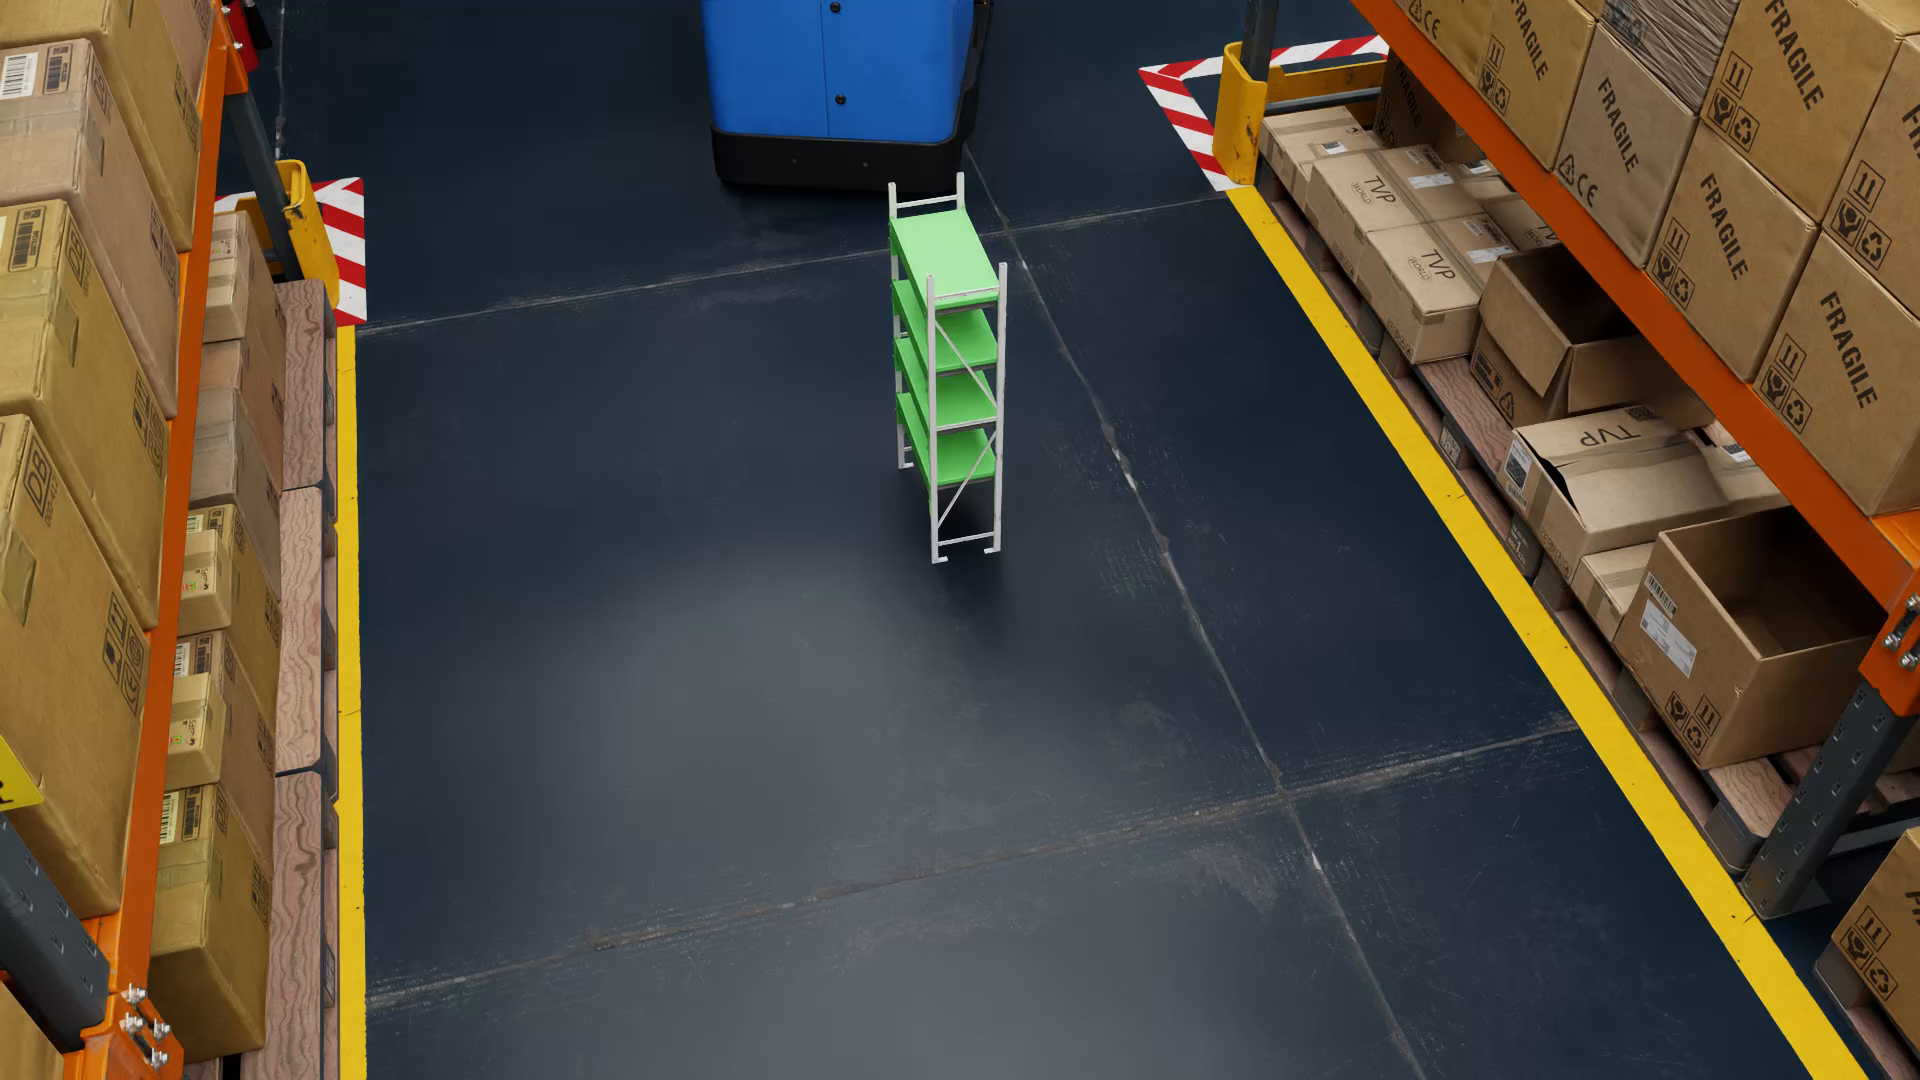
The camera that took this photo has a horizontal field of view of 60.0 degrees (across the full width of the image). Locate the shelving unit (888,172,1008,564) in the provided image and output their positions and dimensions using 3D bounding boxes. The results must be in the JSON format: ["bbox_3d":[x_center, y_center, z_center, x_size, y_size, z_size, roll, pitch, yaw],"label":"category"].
[{"bbox_3d":[-0.042,-0.534,5.433,0.258,1.200,0.503,-11,47,-10],"label":"shelving unit"}]

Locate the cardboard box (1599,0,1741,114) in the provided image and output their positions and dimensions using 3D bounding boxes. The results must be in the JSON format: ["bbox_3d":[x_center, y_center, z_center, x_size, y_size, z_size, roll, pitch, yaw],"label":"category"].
[{"bbox_3d":[2.085,-1.492,4.342,0.500,0.500,0.500,-10,46,-10],"label":"cardboard box"}]

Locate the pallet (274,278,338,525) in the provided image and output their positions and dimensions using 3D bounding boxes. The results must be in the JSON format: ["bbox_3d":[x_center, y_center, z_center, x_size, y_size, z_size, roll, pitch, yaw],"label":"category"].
[{"bbox_3d":[-2.804,-0.444,6.037,1.003,0.211,1.213,-11,47,-10],"label":"pallet"}]

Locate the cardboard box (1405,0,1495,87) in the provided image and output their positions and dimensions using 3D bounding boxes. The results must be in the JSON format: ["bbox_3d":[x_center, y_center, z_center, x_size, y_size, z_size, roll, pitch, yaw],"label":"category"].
[{"bbox_3d":[1.825,-1.844,5.387,0.500,0.500,0.500,-11,47,-10],"label":"cardboard box"}]

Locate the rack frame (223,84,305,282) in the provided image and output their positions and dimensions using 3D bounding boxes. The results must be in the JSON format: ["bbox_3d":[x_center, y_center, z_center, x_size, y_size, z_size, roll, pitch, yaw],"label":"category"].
[{"bbox_3d":[-3.084,-1.958,5.568,1.000,3.000,0.127,-11,47,-10],"label":"rack frame"}]

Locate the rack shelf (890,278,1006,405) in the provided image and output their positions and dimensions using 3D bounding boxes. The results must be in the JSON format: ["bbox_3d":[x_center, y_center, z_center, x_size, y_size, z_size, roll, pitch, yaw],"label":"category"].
[{"bbox_3d":[-0.042,-0.657,5.308,0.258,0.148,0.480,-11,47,-10],"label":"rack shelf"}]

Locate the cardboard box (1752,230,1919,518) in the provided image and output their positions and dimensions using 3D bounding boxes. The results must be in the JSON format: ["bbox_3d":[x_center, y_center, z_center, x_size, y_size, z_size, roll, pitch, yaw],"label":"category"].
[{"bbox_3d":[2.352,-0.438,4.009,0.500,0.500,0.500,-10,46,-10],"label":"cardboard box"}]

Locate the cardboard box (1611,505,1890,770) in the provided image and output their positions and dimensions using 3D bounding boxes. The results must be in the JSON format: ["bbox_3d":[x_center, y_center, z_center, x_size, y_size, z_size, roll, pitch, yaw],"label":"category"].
[{"bbox_3d":[2.308,0.275,4.822,0.500,0.500,0.500,-11,47,-10],"label":"cardboard box"}]

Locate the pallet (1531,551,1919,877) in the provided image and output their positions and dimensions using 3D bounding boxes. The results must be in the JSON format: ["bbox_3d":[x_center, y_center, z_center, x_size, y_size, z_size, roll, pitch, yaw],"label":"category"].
[{"bbox_3d":[2.553,0.397,5.213,1.003,0.211,1.213,-11,47,-10],"label":"pallet"}]

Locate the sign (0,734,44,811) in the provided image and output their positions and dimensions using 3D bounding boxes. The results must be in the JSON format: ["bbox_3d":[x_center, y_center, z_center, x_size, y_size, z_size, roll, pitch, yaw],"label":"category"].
[{"bbox_3d":[-1.538,0.320,2.581,0.100,0.325,0.005,-11,47,-10],"label":"sign"}]

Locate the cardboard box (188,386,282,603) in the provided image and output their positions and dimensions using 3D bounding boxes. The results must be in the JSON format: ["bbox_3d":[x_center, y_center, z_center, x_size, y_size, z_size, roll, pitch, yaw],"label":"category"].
[{"bbox_3d":[-2.551,-0.072,5.177,0.700,0.500,0.500,-12,47,-12],"label":"cardboard box"}]

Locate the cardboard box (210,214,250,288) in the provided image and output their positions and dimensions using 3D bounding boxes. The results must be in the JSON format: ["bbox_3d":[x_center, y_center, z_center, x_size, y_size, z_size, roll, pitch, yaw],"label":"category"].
[{"bbox_3d":[-2.599,-0.937,5.570,0.380,0.149,0.250,-11,47,-11],"label":"cardboard box"}]

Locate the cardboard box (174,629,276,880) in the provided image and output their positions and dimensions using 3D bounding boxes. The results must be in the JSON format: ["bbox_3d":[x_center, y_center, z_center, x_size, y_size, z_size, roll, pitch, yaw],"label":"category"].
[{"bbox_3d":[-2.278,0.649,4.470,0.700,0.500,0.500,-11,47,-11],"label":"cardboard box"}]

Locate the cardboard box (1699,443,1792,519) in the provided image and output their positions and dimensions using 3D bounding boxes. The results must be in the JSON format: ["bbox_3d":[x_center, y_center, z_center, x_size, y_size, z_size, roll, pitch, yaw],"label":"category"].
[{"bbox_3d":[2.598,-0.191,5.513,0.380,0.166,0.250,-11,47,-10],"label":"cardboard box"}]

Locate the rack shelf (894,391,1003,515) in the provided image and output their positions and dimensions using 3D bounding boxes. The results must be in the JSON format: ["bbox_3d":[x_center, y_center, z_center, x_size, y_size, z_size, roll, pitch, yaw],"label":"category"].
[{"bbox_3d":[-0.042,-0.322,5.651,0.258,0.148,0.480,-11,47,-10],"label":"rack shelf"}]

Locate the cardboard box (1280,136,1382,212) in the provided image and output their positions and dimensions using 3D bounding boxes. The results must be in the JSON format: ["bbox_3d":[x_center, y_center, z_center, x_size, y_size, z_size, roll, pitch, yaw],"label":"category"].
[{"bbox_3d":[1.543,-1.504,6.799,0.380,0.166,0.250,-11,47,-10],"label":"cardboard box"}]

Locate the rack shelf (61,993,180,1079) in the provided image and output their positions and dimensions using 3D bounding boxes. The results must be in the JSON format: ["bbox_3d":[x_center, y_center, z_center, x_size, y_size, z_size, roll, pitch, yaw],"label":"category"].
[{"bbox_3d":[-1.548,2.437,1.766,1.077,0.370,4.000,-11,47,-10],"label":"rack shelf"}]

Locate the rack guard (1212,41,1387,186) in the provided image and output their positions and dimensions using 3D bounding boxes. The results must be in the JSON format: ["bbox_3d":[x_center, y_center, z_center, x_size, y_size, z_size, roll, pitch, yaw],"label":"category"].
[{"bbox_3d":[1.723,-1.939,7.300,1.175,0.500,0.348,-11,47,-10],"label":"rack guard"}]

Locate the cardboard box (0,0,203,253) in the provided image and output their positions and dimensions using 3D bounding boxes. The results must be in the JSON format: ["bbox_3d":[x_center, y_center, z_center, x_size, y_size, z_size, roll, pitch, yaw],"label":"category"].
[{"bbox_3d":[-2.747,-1.212,4.628,0.980,0.700,0.700,-11,47,-11],"label":"cardboard box"}]

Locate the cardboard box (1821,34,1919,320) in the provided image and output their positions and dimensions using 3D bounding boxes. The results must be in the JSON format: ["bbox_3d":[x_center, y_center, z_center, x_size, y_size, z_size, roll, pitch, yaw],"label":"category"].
[{"bbox_3d":[2.348,-0.791,3.655,0.500,0.500,0.500,-10,47,-10],"label":"cardboard box"}]

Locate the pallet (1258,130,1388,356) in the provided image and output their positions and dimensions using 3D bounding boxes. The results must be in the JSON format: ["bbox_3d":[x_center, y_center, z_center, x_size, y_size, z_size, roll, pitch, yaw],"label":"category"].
[{"bbox_3d":[1.928,-1.287,6.864,1.003,0.211,1.213,-11,47,-10],"label":"pallet"}]

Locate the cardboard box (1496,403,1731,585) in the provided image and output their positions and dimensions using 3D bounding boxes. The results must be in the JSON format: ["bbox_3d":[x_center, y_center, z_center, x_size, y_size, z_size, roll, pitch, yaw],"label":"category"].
[{"bbox_3d":[2.116,-0.177,5.397,0.500,0.311,0.500,-11,47,-10],"label":"cardboard box"}]

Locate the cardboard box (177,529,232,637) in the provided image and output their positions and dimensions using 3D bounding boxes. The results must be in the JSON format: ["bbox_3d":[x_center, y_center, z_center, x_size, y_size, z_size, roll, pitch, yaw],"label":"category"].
[{"bbox_3d":[-2.197,0.140,4.515,0.380,0.149,0.250,-12,47,-11],"label":"cardboard box"}]

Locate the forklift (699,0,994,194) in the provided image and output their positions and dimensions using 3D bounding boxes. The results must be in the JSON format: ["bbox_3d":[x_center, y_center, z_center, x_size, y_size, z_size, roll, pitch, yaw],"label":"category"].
[{"bbox_3d":[-0.403,-3.559,7.185,1.130,2.935,3.031,4,46,4],"label":"forklift"}]

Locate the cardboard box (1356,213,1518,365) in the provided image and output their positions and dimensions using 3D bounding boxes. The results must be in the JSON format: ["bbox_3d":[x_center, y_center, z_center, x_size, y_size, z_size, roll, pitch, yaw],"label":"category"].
[{"bbox_3d":[1.825,-0.940,6.188,0.500,0.250,0.500,-11,47,-10],"label":"cardboard box"}]

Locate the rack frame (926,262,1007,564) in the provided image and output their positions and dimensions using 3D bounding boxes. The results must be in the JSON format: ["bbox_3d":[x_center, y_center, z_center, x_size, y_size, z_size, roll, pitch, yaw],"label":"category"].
[{"bbox_3d":[0.020,-0.366,5.268,0.240,1.200,0.015,-11,47,-10],"label":"rack frame"}]

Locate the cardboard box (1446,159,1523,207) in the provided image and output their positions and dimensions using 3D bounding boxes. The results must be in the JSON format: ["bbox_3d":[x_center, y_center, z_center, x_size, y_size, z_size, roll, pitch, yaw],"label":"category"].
[{"bbox_3d":[2.098,-1.402,6.699,0.380,0.166,0.250,-11,47,-10],"label":"cardboard box"}]

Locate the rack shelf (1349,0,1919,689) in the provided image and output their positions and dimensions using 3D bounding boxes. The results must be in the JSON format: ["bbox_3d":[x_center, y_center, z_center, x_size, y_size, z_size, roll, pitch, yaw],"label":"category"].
[{"bbox_3d":[2.216,-1.233,5.362,1.077,0.370,4.000,-11,47,-10],"label":"rack shelf"}]

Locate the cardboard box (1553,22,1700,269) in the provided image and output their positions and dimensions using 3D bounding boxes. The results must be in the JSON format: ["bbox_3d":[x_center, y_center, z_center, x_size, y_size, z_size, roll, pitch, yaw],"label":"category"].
[{"bbox_3d":[2.085,-1.148,4.704,0.500,0.500,0.500,-10,46,-9],"label":"cardboard box"}]

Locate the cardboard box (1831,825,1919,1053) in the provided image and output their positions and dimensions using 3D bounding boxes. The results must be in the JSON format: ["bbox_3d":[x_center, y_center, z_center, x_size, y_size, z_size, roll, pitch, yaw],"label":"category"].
[{"bbox_3d":[2.616,0.995,4.117,0.500,0.500,0.500,-13,47,-12],"label":"cardboard box"}]

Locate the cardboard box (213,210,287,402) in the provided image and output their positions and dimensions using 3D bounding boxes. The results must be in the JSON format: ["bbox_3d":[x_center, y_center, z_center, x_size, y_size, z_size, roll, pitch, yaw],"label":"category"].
[{"bbox_3d":[-2.808,-0.765,5.855,0.700,0.500,0.500,-11,47,-10],"label":"cardboard box"}]

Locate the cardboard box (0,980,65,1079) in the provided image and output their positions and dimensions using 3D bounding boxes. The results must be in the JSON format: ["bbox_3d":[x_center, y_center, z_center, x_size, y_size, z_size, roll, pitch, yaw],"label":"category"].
[{"bbox_3d":[-1.698,0.930,2.446,0.500,0.500,0.500,-11,47,-11],"label":"cardboard box"}]

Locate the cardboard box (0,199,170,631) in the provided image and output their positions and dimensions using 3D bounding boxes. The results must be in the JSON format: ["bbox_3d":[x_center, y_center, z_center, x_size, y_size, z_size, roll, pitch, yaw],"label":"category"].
[{"bbox_3d":[-2.365,-0.184,3.620,0.980,0.700,0.700,-12,47,-11],"label":"cardboard box"}]

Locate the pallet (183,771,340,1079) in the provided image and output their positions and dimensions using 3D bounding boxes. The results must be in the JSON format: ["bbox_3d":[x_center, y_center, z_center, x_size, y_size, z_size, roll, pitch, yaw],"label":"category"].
[{"bbox_3d":[-2.179,1.241,4.386,1.003,0.211,1.213,-11,47,-10],"label":"pallet"}]
